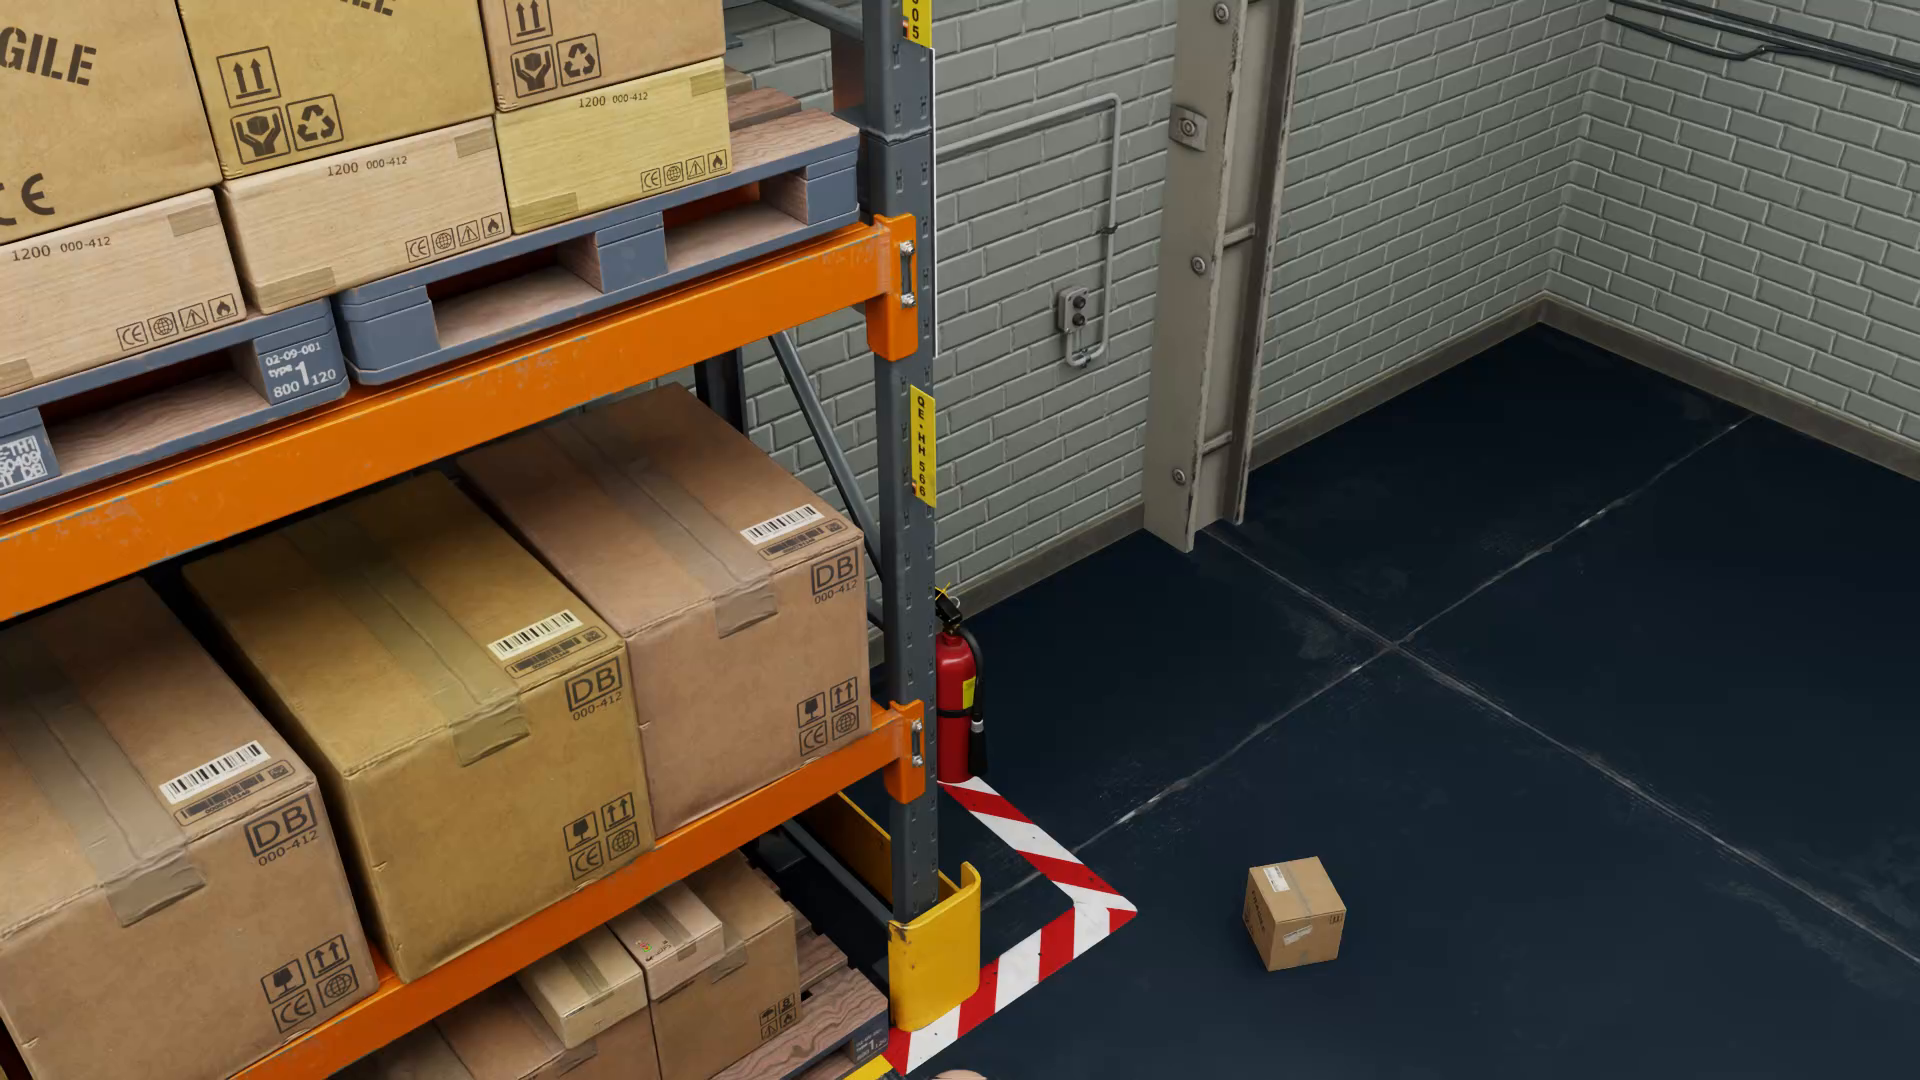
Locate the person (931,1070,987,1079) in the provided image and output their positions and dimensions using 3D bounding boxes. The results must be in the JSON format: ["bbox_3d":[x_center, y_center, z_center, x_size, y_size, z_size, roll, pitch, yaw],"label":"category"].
[{"bbox_3d":[0.014,1.744,3.704,0.893,1.746,0.629,-29,45,-35],"label":"person"}]
